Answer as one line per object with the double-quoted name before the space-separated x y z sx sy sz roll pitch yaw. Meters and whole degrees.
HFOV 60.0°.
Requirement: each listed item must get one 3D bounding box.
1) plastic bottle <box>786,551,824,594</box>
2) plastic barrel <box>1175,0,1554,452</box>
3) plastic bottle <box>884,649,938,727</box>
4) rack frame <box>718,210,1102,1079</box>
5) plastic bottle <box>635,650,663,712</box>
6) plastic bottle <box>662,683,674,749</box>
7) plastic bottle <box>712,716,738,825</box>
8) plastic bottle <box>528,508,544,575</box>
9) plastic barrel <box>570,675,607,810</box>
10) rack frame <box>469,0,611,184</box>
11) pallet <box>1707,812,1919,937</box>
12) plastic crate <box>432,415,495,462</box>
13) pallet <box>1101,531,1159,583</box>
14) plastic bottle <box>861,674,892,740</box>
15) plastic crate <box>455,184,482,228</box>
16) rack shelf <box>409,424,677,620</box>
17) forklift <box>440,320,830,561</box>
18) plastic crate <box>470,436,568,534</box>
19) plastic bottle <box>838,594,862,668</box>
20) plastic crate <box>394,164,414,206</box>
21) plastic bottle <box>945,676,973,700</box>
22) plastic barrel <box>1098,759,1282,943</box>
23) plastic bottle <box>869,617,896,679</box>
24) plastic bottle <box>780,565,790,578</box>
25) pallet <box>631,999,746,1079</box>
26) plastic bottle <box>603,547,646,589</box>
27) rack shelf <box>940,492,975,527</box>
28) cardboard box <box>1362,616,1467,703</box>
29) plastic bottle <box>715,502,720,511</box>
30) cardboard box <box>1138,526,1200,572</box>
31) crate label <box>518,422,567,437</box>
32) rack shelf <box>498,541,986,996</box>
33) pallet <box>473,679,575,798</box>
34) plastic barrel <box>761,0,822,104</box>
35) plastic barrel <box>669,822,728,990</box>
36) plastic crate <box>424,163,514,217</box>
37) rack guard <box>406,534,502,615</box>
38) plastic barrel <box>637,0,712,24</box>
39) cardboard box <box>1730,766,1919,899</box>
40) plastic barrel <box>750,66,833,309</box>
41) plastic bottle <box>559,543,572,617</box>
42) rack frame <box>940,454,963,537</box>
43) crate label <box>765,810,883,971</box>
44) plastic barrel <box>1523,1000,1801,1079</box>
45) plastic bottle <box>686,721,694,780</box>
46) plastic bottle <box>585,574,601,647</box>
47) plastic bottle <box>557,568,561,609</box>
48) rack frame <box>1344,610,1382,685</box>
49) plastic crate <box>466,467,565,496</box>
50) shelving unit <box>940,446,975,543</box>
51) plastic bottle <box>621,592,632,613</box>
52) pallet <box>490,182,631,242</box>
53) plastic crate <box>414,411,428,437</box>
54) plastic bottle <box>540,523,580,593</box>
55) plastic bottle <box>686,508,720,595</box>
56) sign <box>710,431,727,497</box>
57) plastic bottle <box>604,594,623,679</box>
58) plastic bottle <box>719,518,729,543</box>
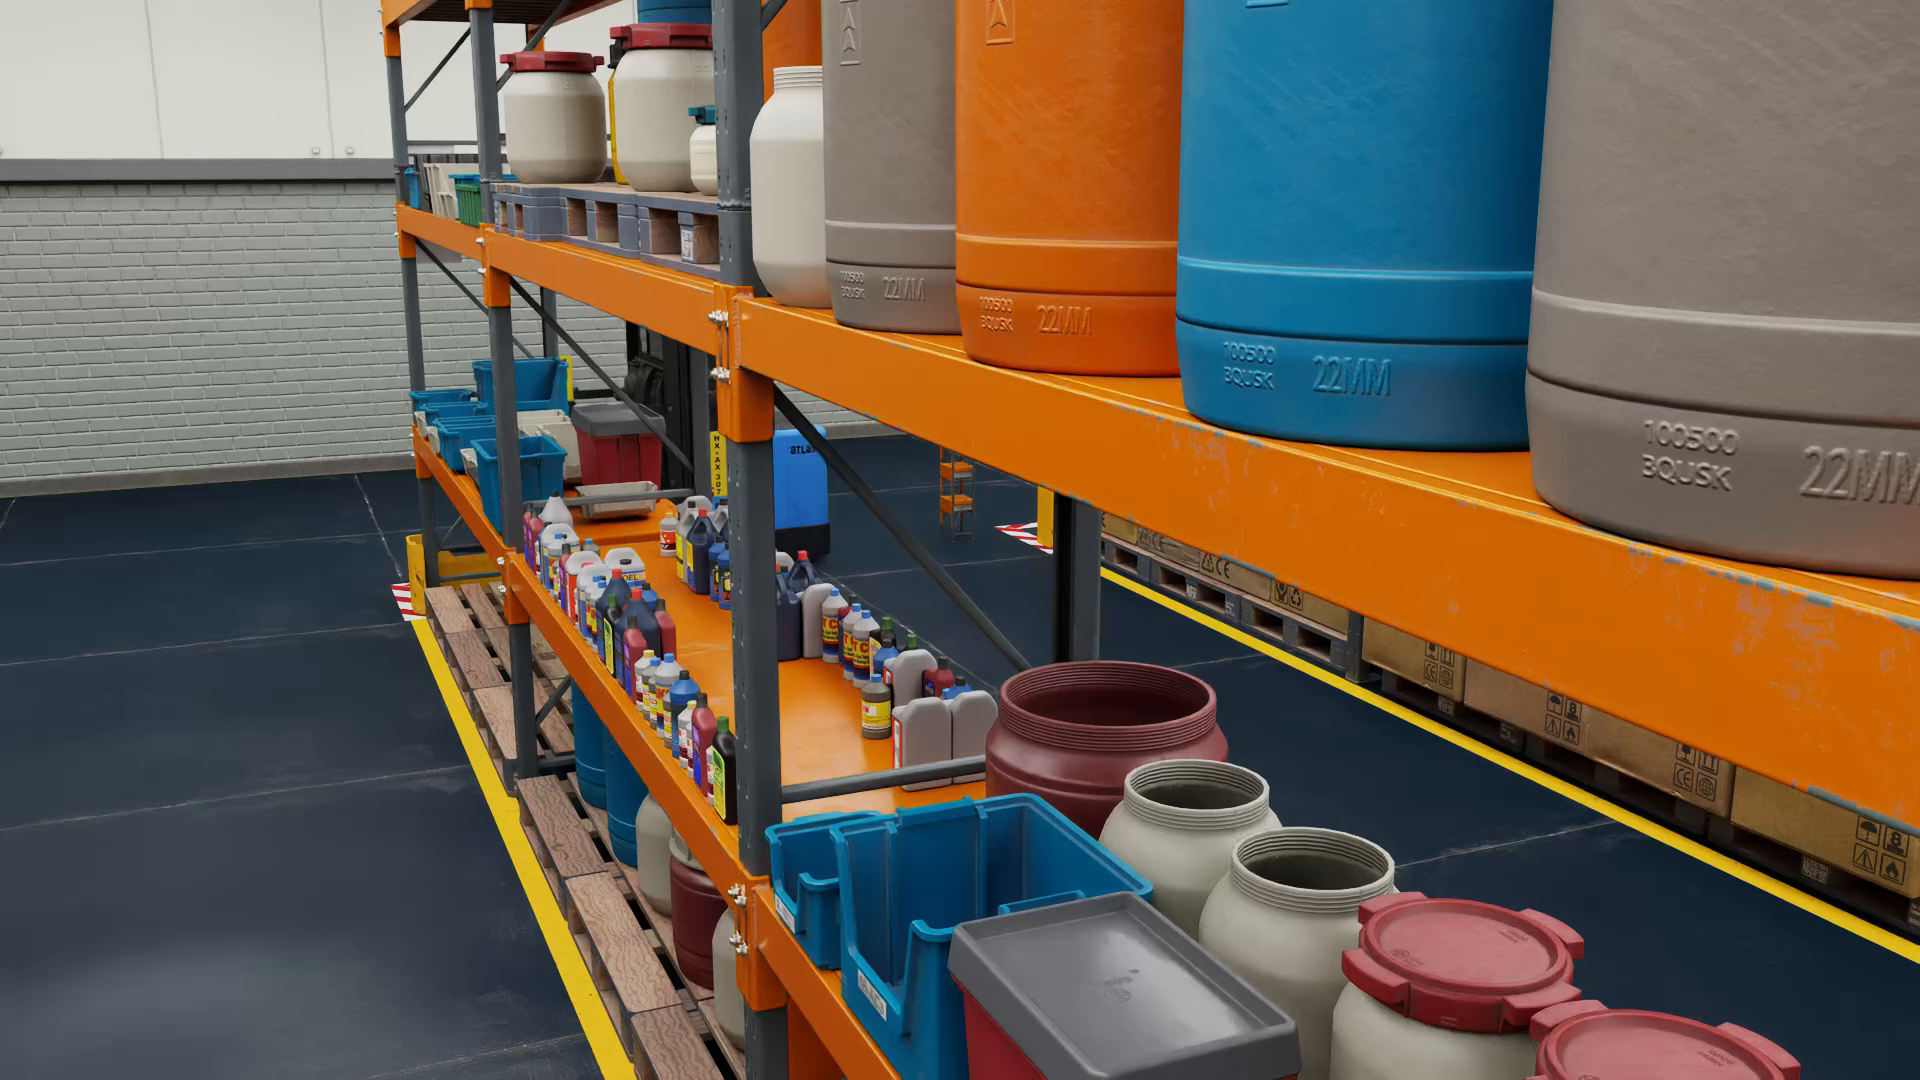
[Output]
"plastic bottle" -0.593 0.220 6.375 0.144 0.351 0.185 -6 14 -23
"plastic barrel" 0.576 -0.600 2.047 0.600 0.901 0.708 -6 14 -23
"plastic bottle" -0.163 0.481 5.415 0.152 0.276 0.135 -6 14 -23
"rack frame" -0.100 0.635 4.475 1.000 3.000 0.127 -6 14 -23
"plastic bottle" -1.048 0.472 5.617 0.097 0.201 0.097 0 13 0
"plastic bottle" -0.892 0.553 5.269 0.097 0.201 0.097 0 13 0
"plastic bottle" -0.653 0.646 4.683 0.061 0.283 0.133 -6 14 -23
"plastic bottle" -1.893 0.007 7.446 0.061 0.283 0.133 -6 14 -23
"plastic barrel" -1.500 0.740 7.743 0.600 0.901 0.708 -6 14 -23
"rack frame" -1.702 -3.114 7.369 1.000 3.000 0.127 -6 14 -23
"pallet" 4.191 1.376 7.456 1.003 0.211 1.213 -6 14 -23
"plastic crate" -2.980 -0.613 10.104 0.416 0.233 0.300 -6 14 -23
"pallet" 1.626 0.051 13.181 1.003 0.211 1.213 -6 14 -23
"plastic bottle" -0.269 0.532 5.358 0.097 0.201 0.097 0 13 0
"plastic crate" -2.149 -1.610 7.992 0.450 0.188 0.662 -6 14 -23
"rack shelf" -2.504 -0.254 9.912 1.077 0.370 4.000 -6 14 -23
"forklift" -2.582 -1.212 12.607 3.031 2.935 1.130 -6 14 -25
"plastic crate" -2.202 -0.279 8.325 0.392 0.384 0.575 -6 14 -23
"plastic bottle" -0.398 0.330 6.050 0.061 0.283 0.133 -6 14 -23
"plastic crate" -3.406 -2.311 10.841 0.497 0.269 0.590 -6 14 -23
"plastic bottle" 0.001 0.552 5.116 0.097 0.271 0.097 0 13 0
"plastic barrel" 0.508 0.773 3.628 0.421 0.512 0.421 0 13 0
"plastic bottle" -0.267 0.398 5.757 0.061 0.283 0.133 -6 14 -23
"plastic bottle" -0.684 0.233 6.496 0.097 0.271 0.097 0 13 0
"pallet" -0.454 1.834 5.477 1.003 0.211 1.213 -6 14 -23
"plastic bottle" -1.356 0.176 6.731 0.152 0.276 0.135 -6 14 -23
"rack shelf" -0.021 -0.241 13.864 0.215 0.259 0.240 -6 14 -23
"cardboard box" 3.111 0.322 9.607 1.225 0.875 0.875 -6 14 -23
"plastic bottle" -1.114 -0.039 7.645 0.061 0.283 0.133 -6 14 -23
"cardboard box" 1.928 -0.322 12.389 0.875 0.875 0.875 -6 14 -23
"crate label" -2.575 -0.650 10.479 0.396 0.136 0.243 -6 14 -23
"rack shelf" -0.901 0.572 6.342 1.077 0.370 4.000 -6 14 -23
"pallet" -2.032 1.018 9.001 1.003 0.211 1.213 -6 14 -23
"plastic barrel" -0.325 -1.358 4.549 0.600 0.830 0.708 -6 14 -23
"plastic barrel" -0.764 1.272 6.138 0.600 0.588 0.708 -6 14 -23
"plastic crate" -2.700 -1.936 9.193 0.437 0.282 0.530 -6 14 -23
"rack guard" -3.326 0.196 11.915 1.175 0.500 0.348 -6 14 -23
"plastic barrel" -0.879 -1.763 6.140 0.600 0.901 0.708 -6 14 -23
"cardboard box" 4.181 0.873 7.224 1.225 0.875 0.875 -6 14 -26
"plastic barrel" -0.256 -0.789 3.727 0.421 0.512 0.421 0 13 0
"plastic bottle" -1.591 0.163 6.772 0.061 0.283 0.133 -6 14 -23
"rack frame" -0.070 -0.548 13.908 0.200 1.050 0.008 -6 14 -23
"crate label" -0.275 0.837 3.972 0.303 0.233 0.416 -6 14 -23
"plastic barrel" 1.026 1.026 2.484 0.433 0.535 0.433 0 13 0
"plastic bottle" -0.775 0.613 5.008 0.097 0.201 0.097 0 13 0
"plastic bottle" -1.381 0.267 6.351 0.097 0.271 0.097 0 13 0
"plastic bottle" -1.620 0.177 6.892 0.097 0.201 0.097 0 13 0
"rack frame" 2.836 -0.639 9.979 1.000 3.000 0.127 -6 14 -23
"plastic crate" -2.397 -0.294 8.964 0.437 0.125 0.590 -6 14 -23
"shelving unit" -0.021 -0.523 13.799 0.215 1.050 0.252 -6 14 -23
"plastic bottle" -1.183 0.339 6.011 0.061 0.283 0.133 -6 14 -23
"pallet" -1.299 -1.408 7.067 1.213 0.211 1.003 -6 14 -23
"plastic crate" -3.455 -0.764 10.972 0.250 0.136 0.298 -6 14 -23
"plastic bottle" -1.719 0.074 7.171 0.152 0.276 0.135 -6 14 -23
"plastic bottle" -1.092 0.044 7.137 0.144 0.351 0.185 -6 14 -23
"sign" -1.198 -0.376 8.228 0.100 0.325 0.005 -6 14 -23
"plastic bottle" -1.238 0.345 5.987 0.061 0.283 0.133 -6 14 -23
"plastic bottle" -0.960 0.031 7.194 0.144 0.351 0.185 -6 14 -23
